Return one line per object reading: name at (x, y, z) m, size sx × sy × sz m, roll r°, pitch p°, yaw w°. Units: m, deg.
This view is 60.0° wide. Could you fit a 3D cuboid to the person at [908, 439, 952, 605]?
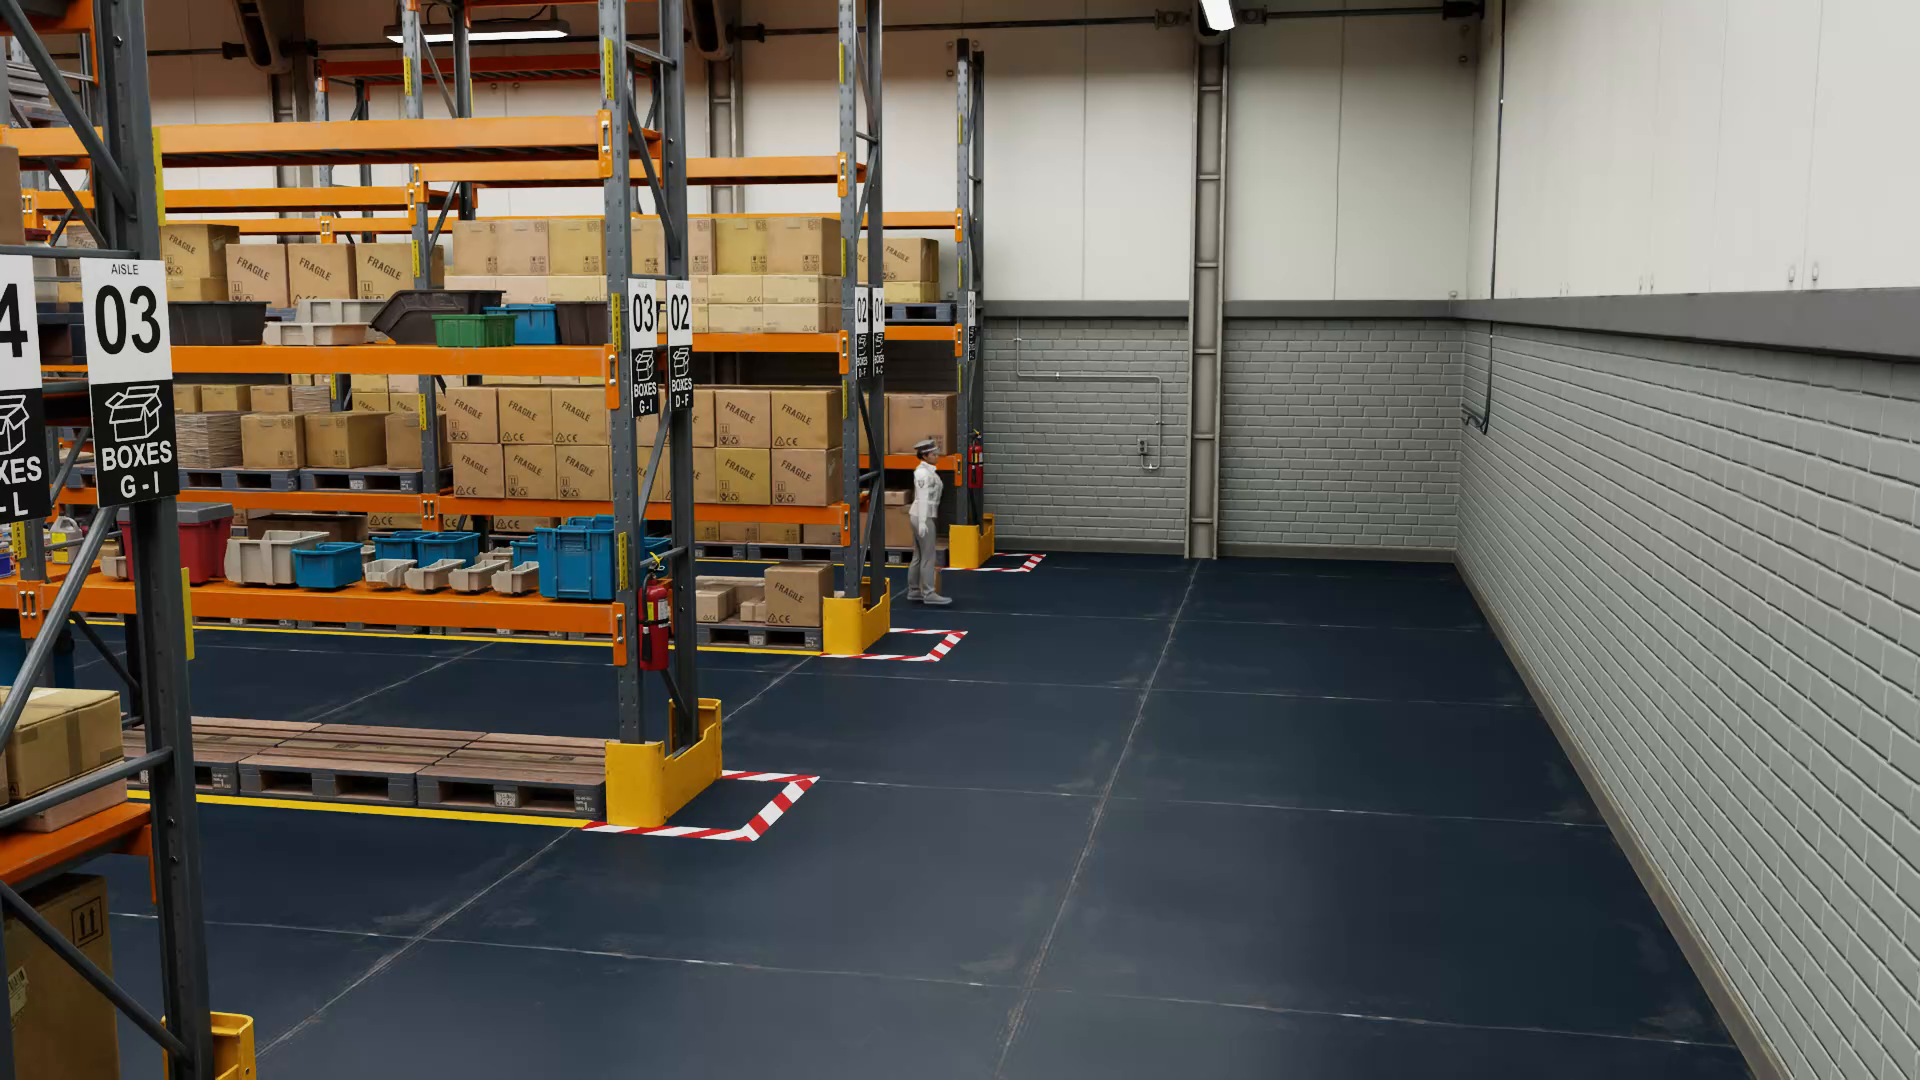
person at (-0.308, -0.184, 16.879) m, size 0.489 × 1.678 × 0.634 m, roll 1°, pitch 8°, yaw 6°
